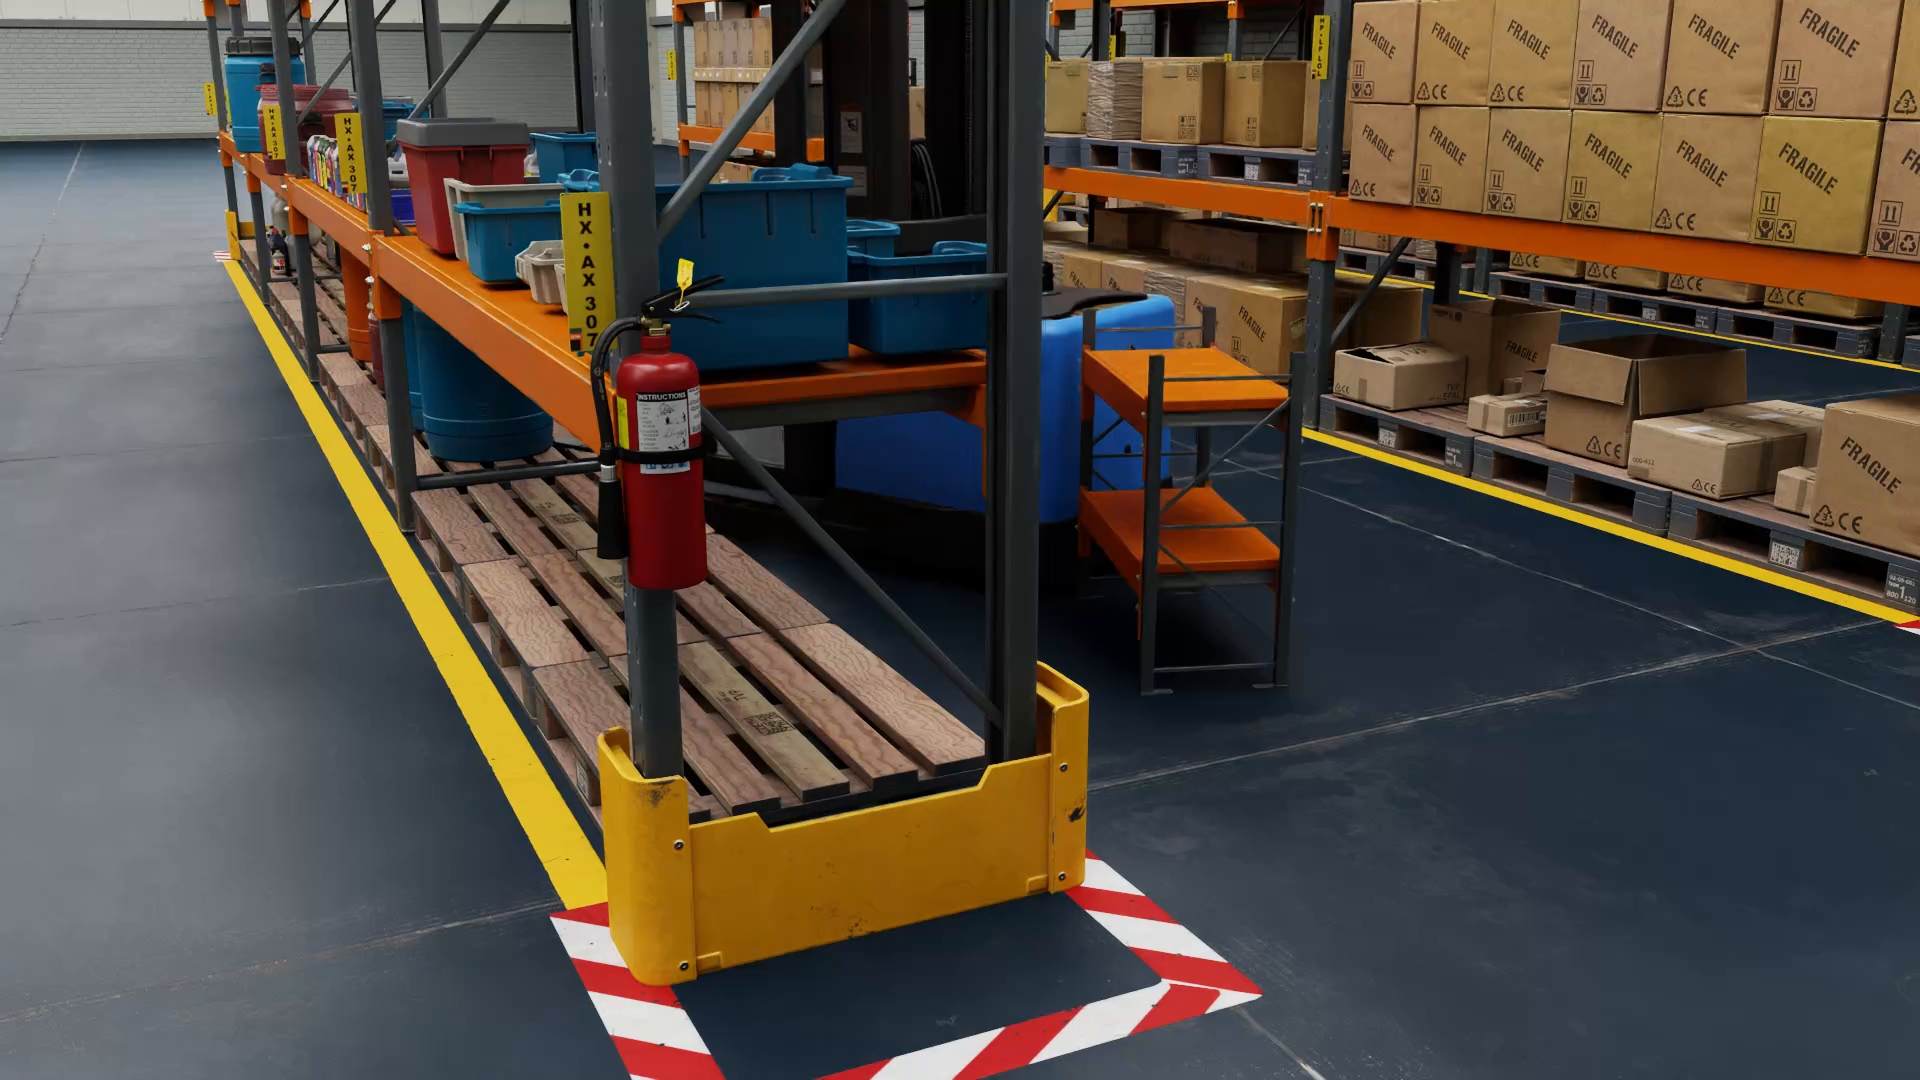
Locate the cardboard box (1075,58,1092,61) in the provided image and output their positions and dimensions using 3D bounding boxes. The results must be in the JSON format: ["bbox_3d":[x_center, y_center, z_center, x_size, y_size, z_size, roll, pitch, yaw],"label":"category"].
[{"bbox_3d":[1.760,-5.732,20.661,0.500,0.500,0.500,-8,18,-25],"label":"cardboard box"}]

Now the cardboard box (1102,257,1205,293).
[{"bbox_3d":[1.293,-1.608,11.152,0.500,0.500,0.500,-8,18,-27],"label":"cardboard box"}]

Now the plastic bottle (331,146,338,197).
[{"bbox_3d":[-3.356,-2.005,9.031,0.097,0.271,0.097,0,16,0],"label":"plastic bottle"}]

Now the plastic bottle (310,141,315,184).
[{"bbox_3d":[-3.862,-2.291,10.029,0.097,0.271,0.097,0,16,0],"label":"plastic bottle"}]

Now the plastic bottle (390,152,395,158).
[{"bbox_3d":[-2.834,-1.805,8.335,0.097,0.271,0.097,0,16,0],"label":"plastic bottle"}]

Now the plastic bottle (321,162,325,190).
[{"bbox_3d":[-3.601,-2.109,9.524,0.097,0.201,0.097,0,16,0],"label":"plastic bottle"}]

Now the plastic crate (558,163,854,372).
[{"bbox_3d":[-0.597,-0.654,3.918,0.616,0.435,0.499,-8,18,-25],"label":"plastic crate"}]

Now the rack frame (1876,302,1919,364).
[{"bbox_3d":[6.871,-2.736,11.349,1.000,3.000,0.127,-8,18,-25],"label":"rack frame"}]

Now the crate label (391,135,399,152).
[{"bbox_3d":[-3.635,-2.600,11.178,0.303,0.233,0.416,-8,18,-25],"label":"crate label"}]

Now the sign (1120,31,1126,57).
[{"bbox_3d":[2.122,-6.483,21.730,0.100,0.325,0.005,-8,18,-25],"label":"sign"}]

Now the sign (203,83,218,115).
[{"bbox_3d":[-7.788,-4.582,17.279,0.100,0.325,0.005,-8,18,-25],"label":"sign"}]

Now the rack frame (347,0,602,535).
[{"bbox_3d":[-2.035,-1.539,7.177,1.000,3.000,0.127,-8,18,-25],"label":"rack frame"}]

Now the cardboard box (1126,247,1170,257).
[{"bbox_3d":[1.514,-1.807,11.843,0.500,0.500,0.500,-8,18,-27],"label":"cardboard box"}]

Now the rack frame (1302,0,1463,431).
[{"bbox_3d":[2.420,-2.137,9.259,1.000,3.000,0.127,-8,18,-25],"label":"rack frame"}]

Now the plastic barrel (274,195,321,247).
[{"bbox_3d":[-6.715,-3.243,16.861,0.421,0.512,0.421,0,16,0],"label":"plastic barrel"}]

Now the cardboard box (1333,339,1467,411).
[{"bbox_3d":[2.409,-0.926,9.116,0.500,0.311,0.500,-8,18,-25],"label":"cardboard box"}]

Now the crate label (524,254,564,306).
[{"bbox_3d":[-1.060,-0.770,4.864,0.396,0.136,0.243,-8,18,-25],"label":"crate label"}]

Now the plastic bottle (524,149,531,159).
[{"bbox_3d":[-2.201,-1.846,8.457,0.061,0.283,0.133,-8,18,-25],"label":"plastic bottle"}]

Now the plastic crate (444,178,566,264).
[{"bbox_3d":[-1.531,-1.110,5.788,0.437,0.282,0.530,-8,18,-25],"label":"plastic crate"}]

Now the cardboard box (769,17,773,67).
[{"bbox_3d":[-1.508,-5.027,16.796,0.700,0.500,0.500,-8,18,-25],"label":"cardboard box"}]

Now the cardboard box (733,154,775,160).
[{"bbox_3d":[-2.335,-4.256,19.508,0.500,0.500,0.500,-8,18,-25],"label":"cardboard box"}]

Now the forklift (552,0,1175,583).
[{"bbox_3d":[-0.594,-1.518,7.226,3.031,2.935,1.130,11,19,33],"label":"forklift"}]

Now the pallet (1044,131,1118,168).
[{"bbox_3d":[1.027,-2.877,12.186,1.213,0.211,1.003,-8,18,-25],"label":"pallet"}]

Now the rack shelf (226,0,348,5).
[{"bbox_3d":[-4.663,-4.123,12.047,1.077,0.370,4.000,-8,18,-25],"label":"rack shelf"}]

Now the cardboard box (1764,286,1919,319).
[{"bbox_3d":[6.469,-2.051,12.094,0.750,0.750,0.750,-7,18,-24],"label":"cardboard box"}]

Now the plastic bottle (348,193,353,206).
[{"bbox_3d":[-3.039,-1.845,8.466,0.152,0.276,0.135,-8,18,-25],"label":"plastic bottle"}]

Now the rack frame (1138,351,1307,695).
[{"bbox_3d":[0.840,-0.044,5.363,0.500,1.125,0.032,-2,16,-7],"label":"rack frame"}]

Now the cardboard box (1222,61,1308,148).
[{"bbox_3d":[2.055,-2.694,10.259,0.700,0.500,0.500,-5,17,-16],"label":"cardboard box"}]

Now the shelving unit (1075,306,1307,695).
[{"bbox_3d":[0.773,-0.183,5.848,0.538,1.125,1.048,-2,16,-7],"label":"shelving unit"}]

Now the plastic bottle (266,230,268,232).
[{"bbox_3d":[-6.495,-2.768,15.606,0.097,0.271,0.097,0,16,0],"label":"plastic bottle"}]

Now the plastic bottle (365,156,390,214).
[{"bbox_3d":[-2.732,-1.704,7.840,0.144,0.351,0.185,-8,18,-25],"label":"plastic bottle"}]

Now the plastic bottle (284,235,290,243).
[{"bbox_3d":[-6.043,-2.622,15.089,0.152,0.276,0.135,-8,18,-25],"label":"plastic bottle"}]

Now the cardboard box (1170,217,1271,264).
[{"bbox_3d":[1.768,-2.029,11.258,0.500,0.250,0.500,-8,18,-26],"label":"cardboard box"}]

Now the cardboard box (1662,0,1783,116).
[{"bbox_3d":[3.276,-2.004,6.802,0.500,0.500,0.500,-7,17,-23],"label":"cardboard box"}]

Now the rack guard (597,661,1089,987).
[{"bbox_3d":[-0.260,0.658,4.050,1.175,0.500,0.348,-8,18,-25],"label":"rack guard"}]

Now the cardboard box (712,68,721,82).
[{"bbox_3d":[-2.524,-5.159,18.433,0.380,0.149,0.250,-8,18,-26],"label":"cardboard box"}]

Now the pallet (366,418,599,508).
[{"bbox_3d":[-2.335,-0.395,8.246,1.003,0.211,1.213,-8,18,-25],"label":"pallet"}]

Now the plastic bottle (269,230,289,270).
[{"bbox_3d":[-6.081,-2.586,14.829,0.144,0.351,0.185,-8,18,-26],"label":"plastic bottle"}]

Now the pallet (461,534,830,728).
[{"bbox_3d":[-1.139,0.282,5.887,1.003,0.211,1.213,-8,18,-25],"label":"pallet"}]

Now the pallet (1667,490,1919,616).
[{"bbox_3d":[3.789,-0.021,6.942,1.003,0.211,1.213,-8,18,-25],"label":"pallet"}]

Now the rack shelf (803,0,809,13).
[{"bbox_3d":[-0.209,-4.721,14.129,1.077,0.370,4.000,-8,18,-25],"label":"rack shelf"}]

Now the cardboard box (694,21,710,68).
[{"bbox_3d":[-2.621,-5.654,18.981,0.700,0.500,0.500,-8,18,-25],"label":"cardboard box"}]

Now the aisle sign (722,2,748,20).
[{"bbox_3d":[-2.602,-6.414,19.450,0.394,0.787,0.004,-8,18,-25],"label":"aisle sign"}]

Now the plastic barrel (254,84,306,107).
[{"bbox_3d":[-5.317,-3.325,13.151,0.433,0.535,0.433,0,16,0],"label":"plastic barrel"}]

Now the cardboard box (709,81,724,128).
[{"bbox_3d":[-2.410,-4.914,18.754,0.700,0.500,0.500,-7,17,-23],"label":"cardboard box"}]

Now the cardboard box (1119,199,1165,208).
[{"bbox_3d":[2.362,-4.210,20.218,0.700,0.500,0.500,-9,18,-28],"label":"cardboard box"}]

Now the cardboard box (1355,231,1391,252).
[{"bbox_3d":[4.392,-3.172,16.600,0.700,0.500,0.500,-8,18,-25],"label":"cardboard box"}]

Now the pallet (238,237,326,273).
[{"bbox_3d":[-6.865,-2.959,17.180,1.003,0.211,1.213,-8,18,-25],"label":"pallet"}]

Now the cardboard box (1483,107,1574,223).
[{"bbox_3d":[2.842,-1.775,7.816,0.500,0.500,0.500,-8,18,-25],"label":"cardboard box"}]

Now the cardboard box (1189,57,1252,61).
[{"bbox_3d":[2.881,-5.098,18.454,0.500,0.500,0.500,-8,18,-25],"label":"cardboard box"}]

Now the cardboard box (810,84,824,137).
[{"bbox_3d":[-1.285,-4.278,16.539,0.700,0.500,0.500,-8,18,-26],"label":"cardboard box"}]

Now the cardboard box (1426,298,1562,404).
[{"bbox_3d":[2.924,-1.040,9.171,0.500,0.500,0.500,-8,18,-25],"label":"cardboard box"}]

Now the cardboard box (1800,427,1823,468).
[{"bbox_3d":[3.970,-0.328,7.143,0.500,0.250,0.500,-8,18,-25],"label":"cardboard box"}]

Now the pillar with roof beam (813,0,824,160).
[{"bbox_3d":[-6.429,-10.982,29.205,9.100,9.000,0.400,-8,18,-25],"label":"pillar with roof beam"}]

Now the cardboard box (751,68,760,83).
[{"bbox_3d":[-1.952,-4.837,17.311,0.380,0.149,0.250,-7,17,-23],"label":"cardboard box"}]
